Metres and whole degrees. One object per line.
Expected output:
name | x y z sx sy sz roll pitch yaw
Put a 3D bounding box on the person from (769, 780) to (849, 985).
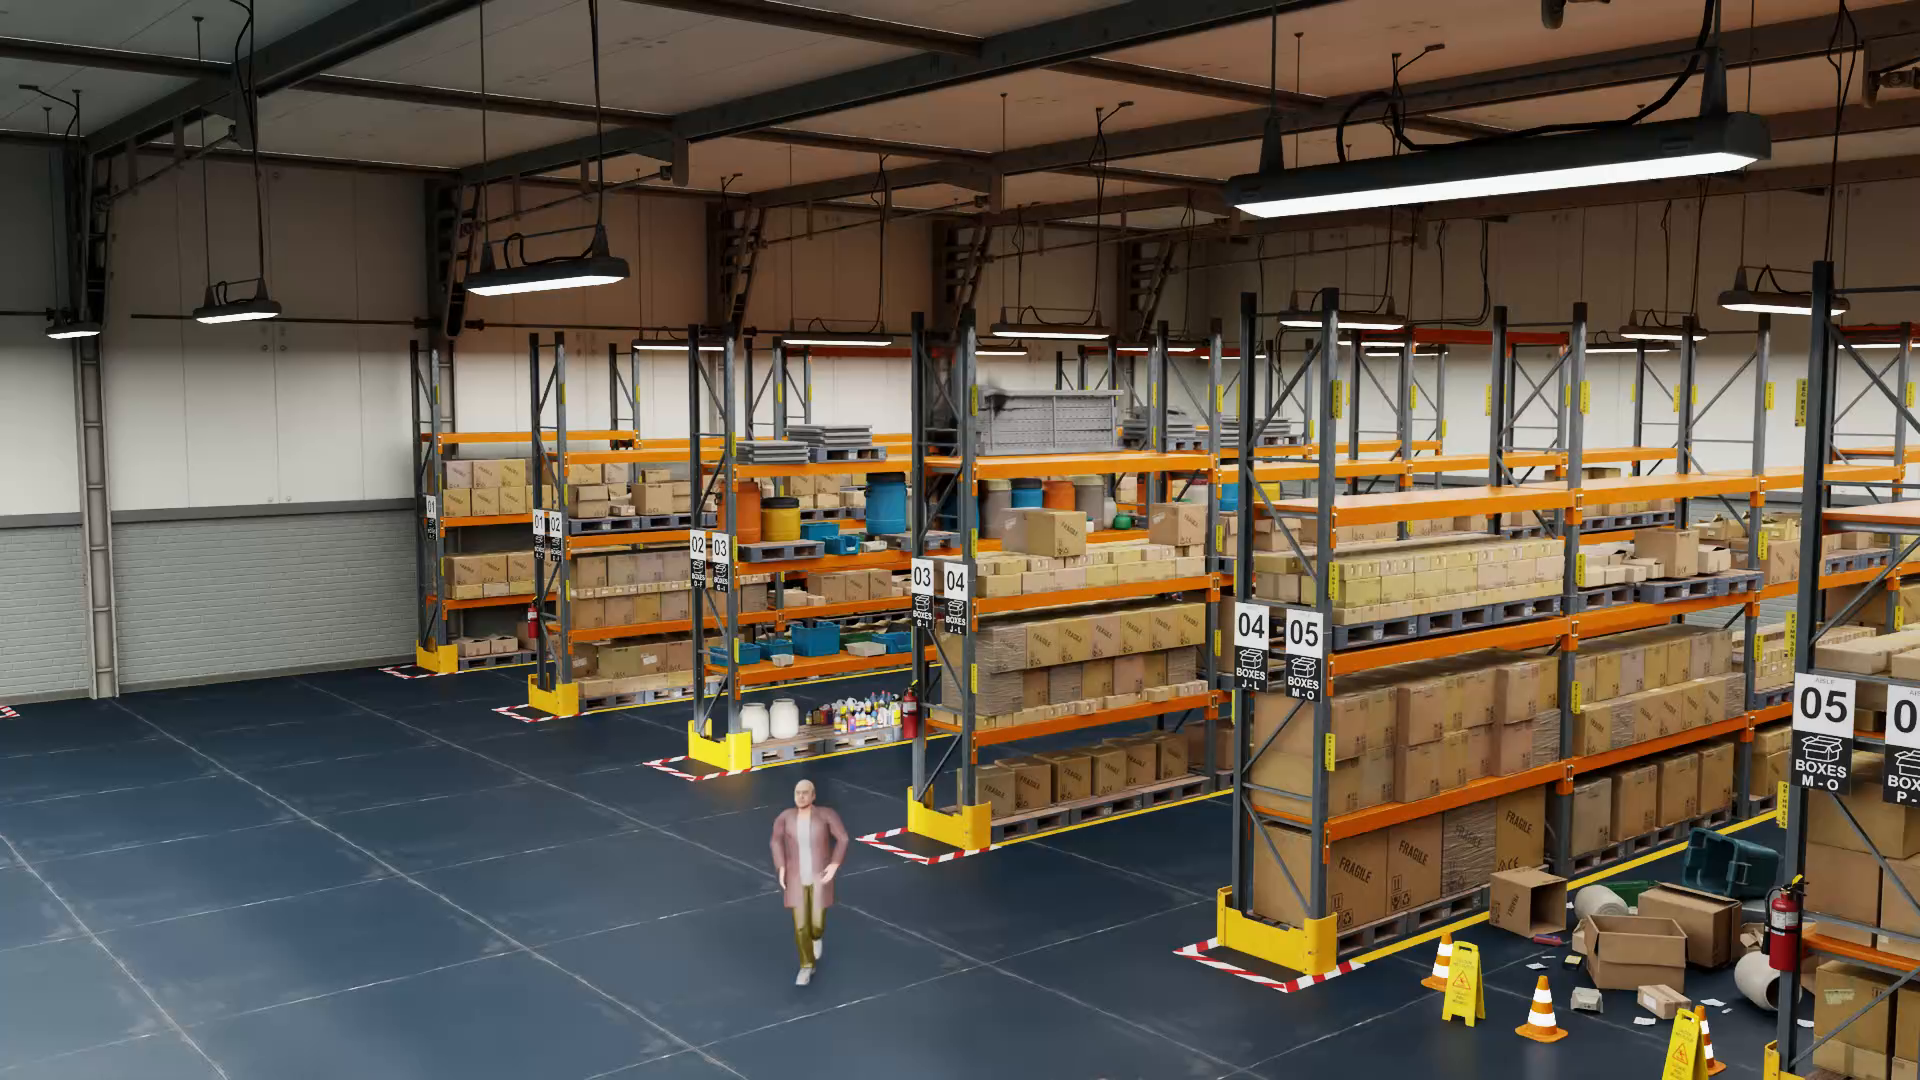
person | -1.328 2.959 14.573 0.707 1.750 0.624 0 5 4
